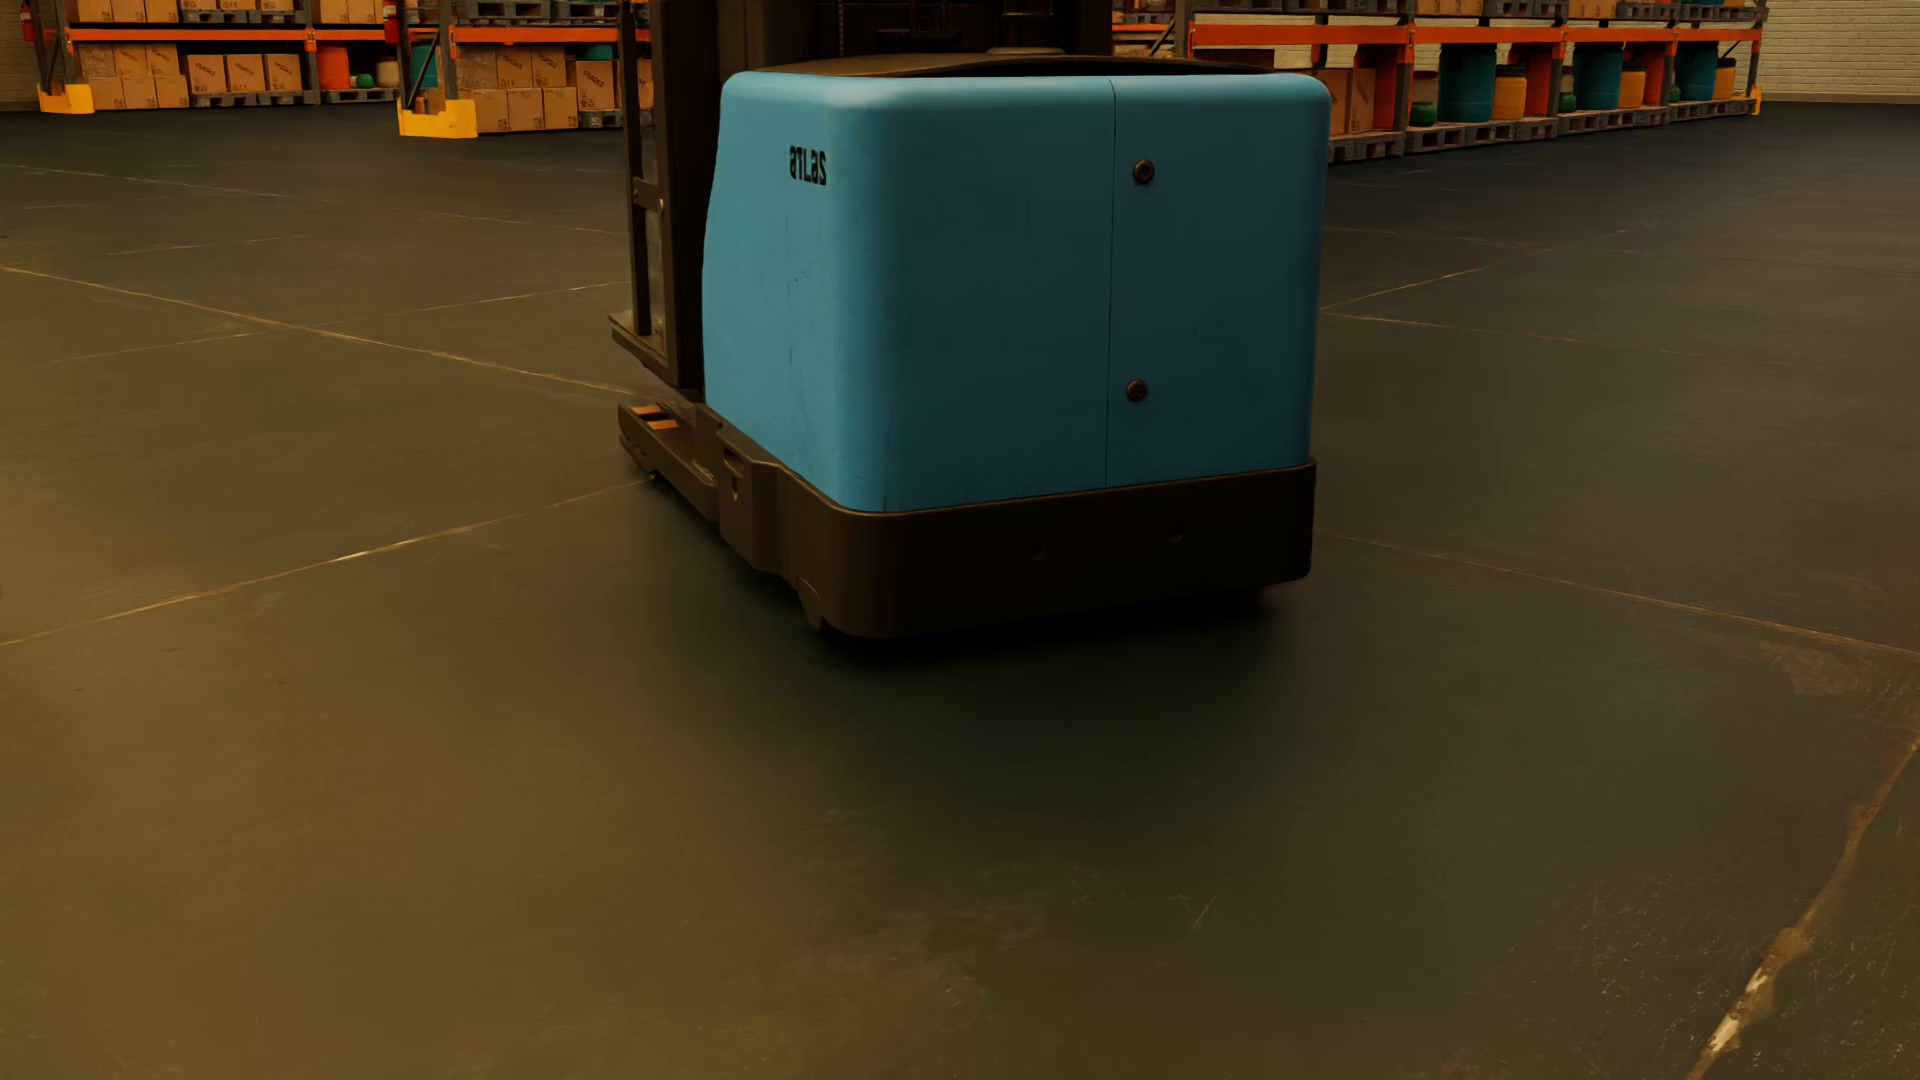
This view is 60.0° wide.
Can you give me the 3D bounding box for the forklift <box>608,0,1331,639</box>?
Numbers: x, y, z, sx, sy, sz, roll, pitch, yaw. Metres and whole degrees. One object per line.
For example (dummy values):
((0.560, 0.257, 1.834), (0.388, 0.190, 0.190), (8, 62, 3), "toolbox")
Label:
((-0.308, -1.604, 4.181), (1.130, 2.935, 3.031), (-7, 18, -22), "forklift")
